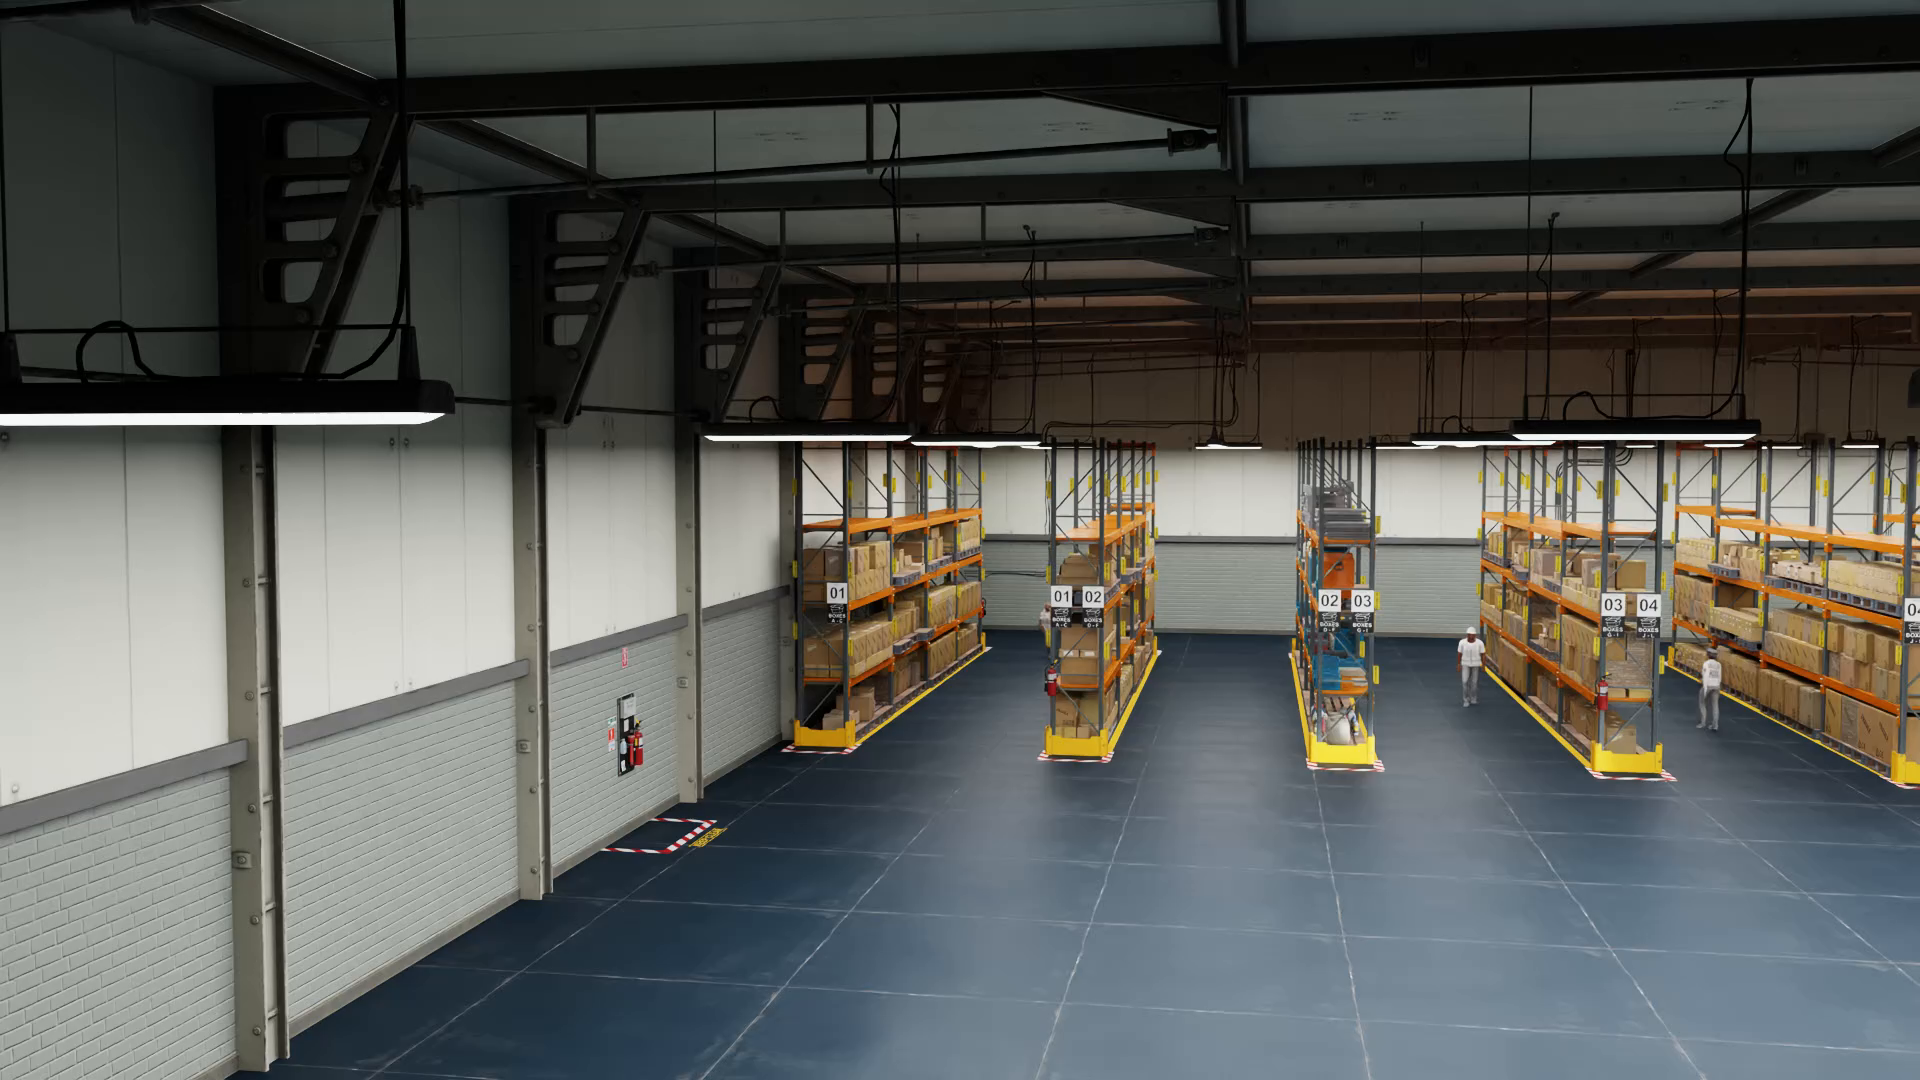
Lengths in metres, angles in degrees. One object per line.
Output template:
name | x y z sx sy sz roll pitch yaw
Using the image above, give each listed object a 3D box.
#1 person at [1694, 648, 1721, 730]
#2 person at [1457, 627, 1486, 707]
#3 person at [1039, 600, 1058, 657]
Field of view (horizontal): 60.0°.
person | 15.504 3.094 34.286 0.474 1.726 0.591 0 3 1
person | 11.555 2.864 37.575 0.621 1.803 0.581 1 3 18
person | 2.514 2.472 46.211 0.619 1.621 0.744 1 3 19
